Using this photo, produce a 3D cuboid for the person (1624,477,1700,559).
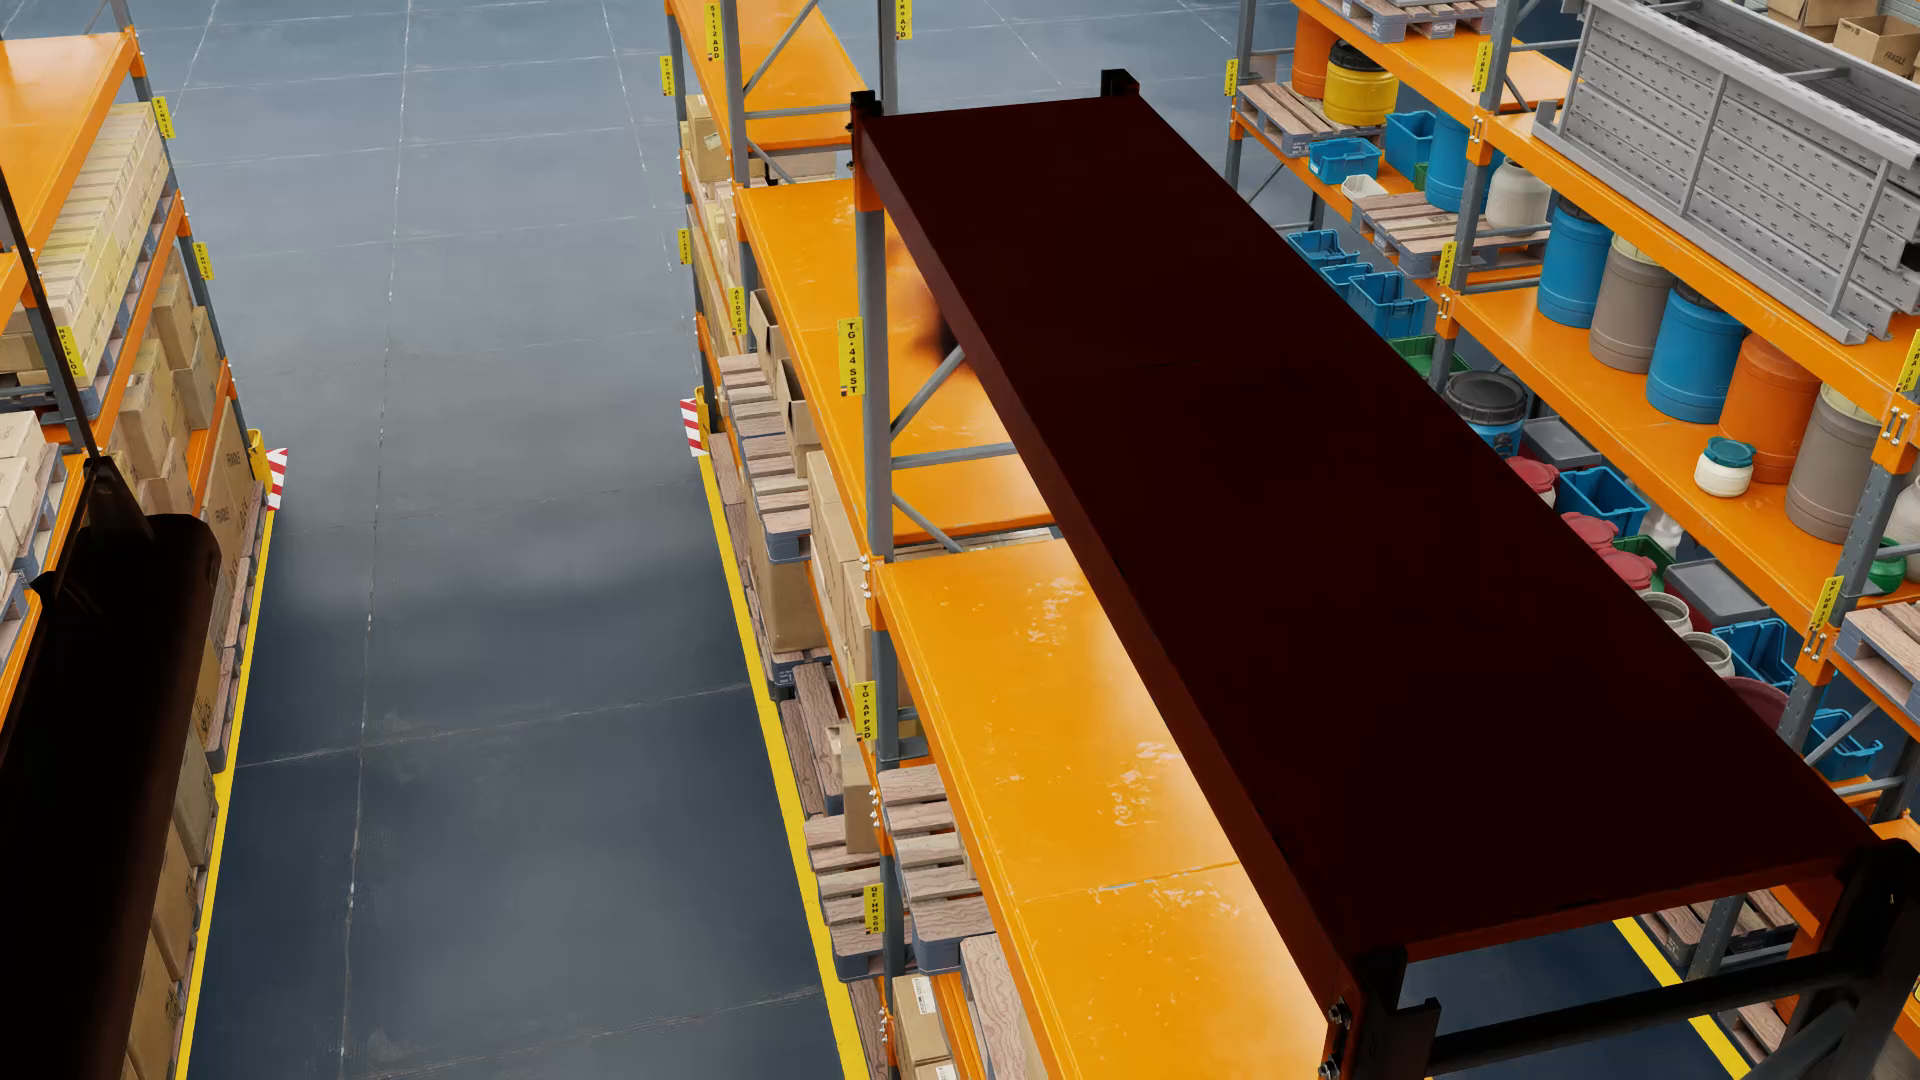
[{"bbox_3d":[5.255,-0.002,12.591,0.688,1.708,0.860,-18,38,-24],"label":"person"}]
